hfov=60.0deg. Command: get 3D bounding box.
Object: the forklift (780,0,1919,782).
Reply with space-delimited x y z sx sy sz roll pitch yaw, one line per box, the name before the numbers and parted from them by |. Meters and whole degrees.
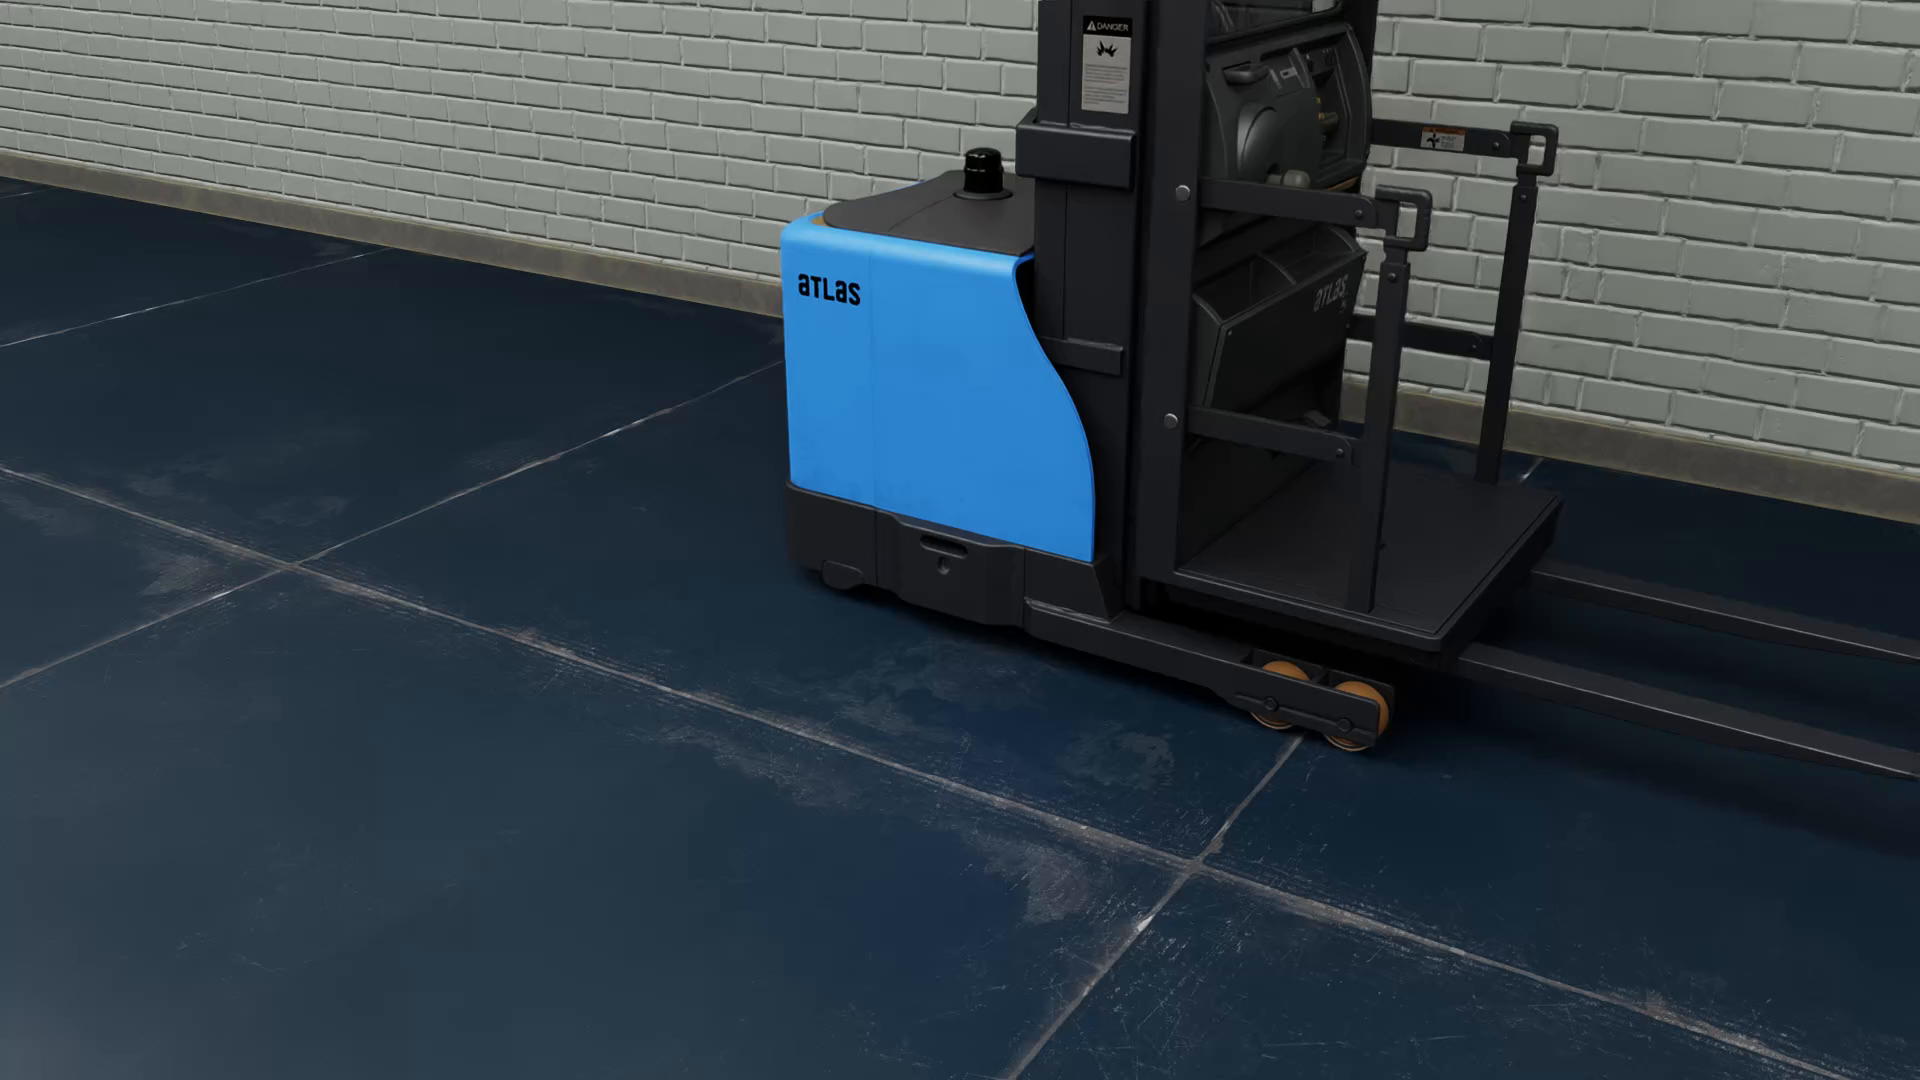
forklift | 1.000 -1.070 4.033 3.031 2.935 1.130 15 27 30
